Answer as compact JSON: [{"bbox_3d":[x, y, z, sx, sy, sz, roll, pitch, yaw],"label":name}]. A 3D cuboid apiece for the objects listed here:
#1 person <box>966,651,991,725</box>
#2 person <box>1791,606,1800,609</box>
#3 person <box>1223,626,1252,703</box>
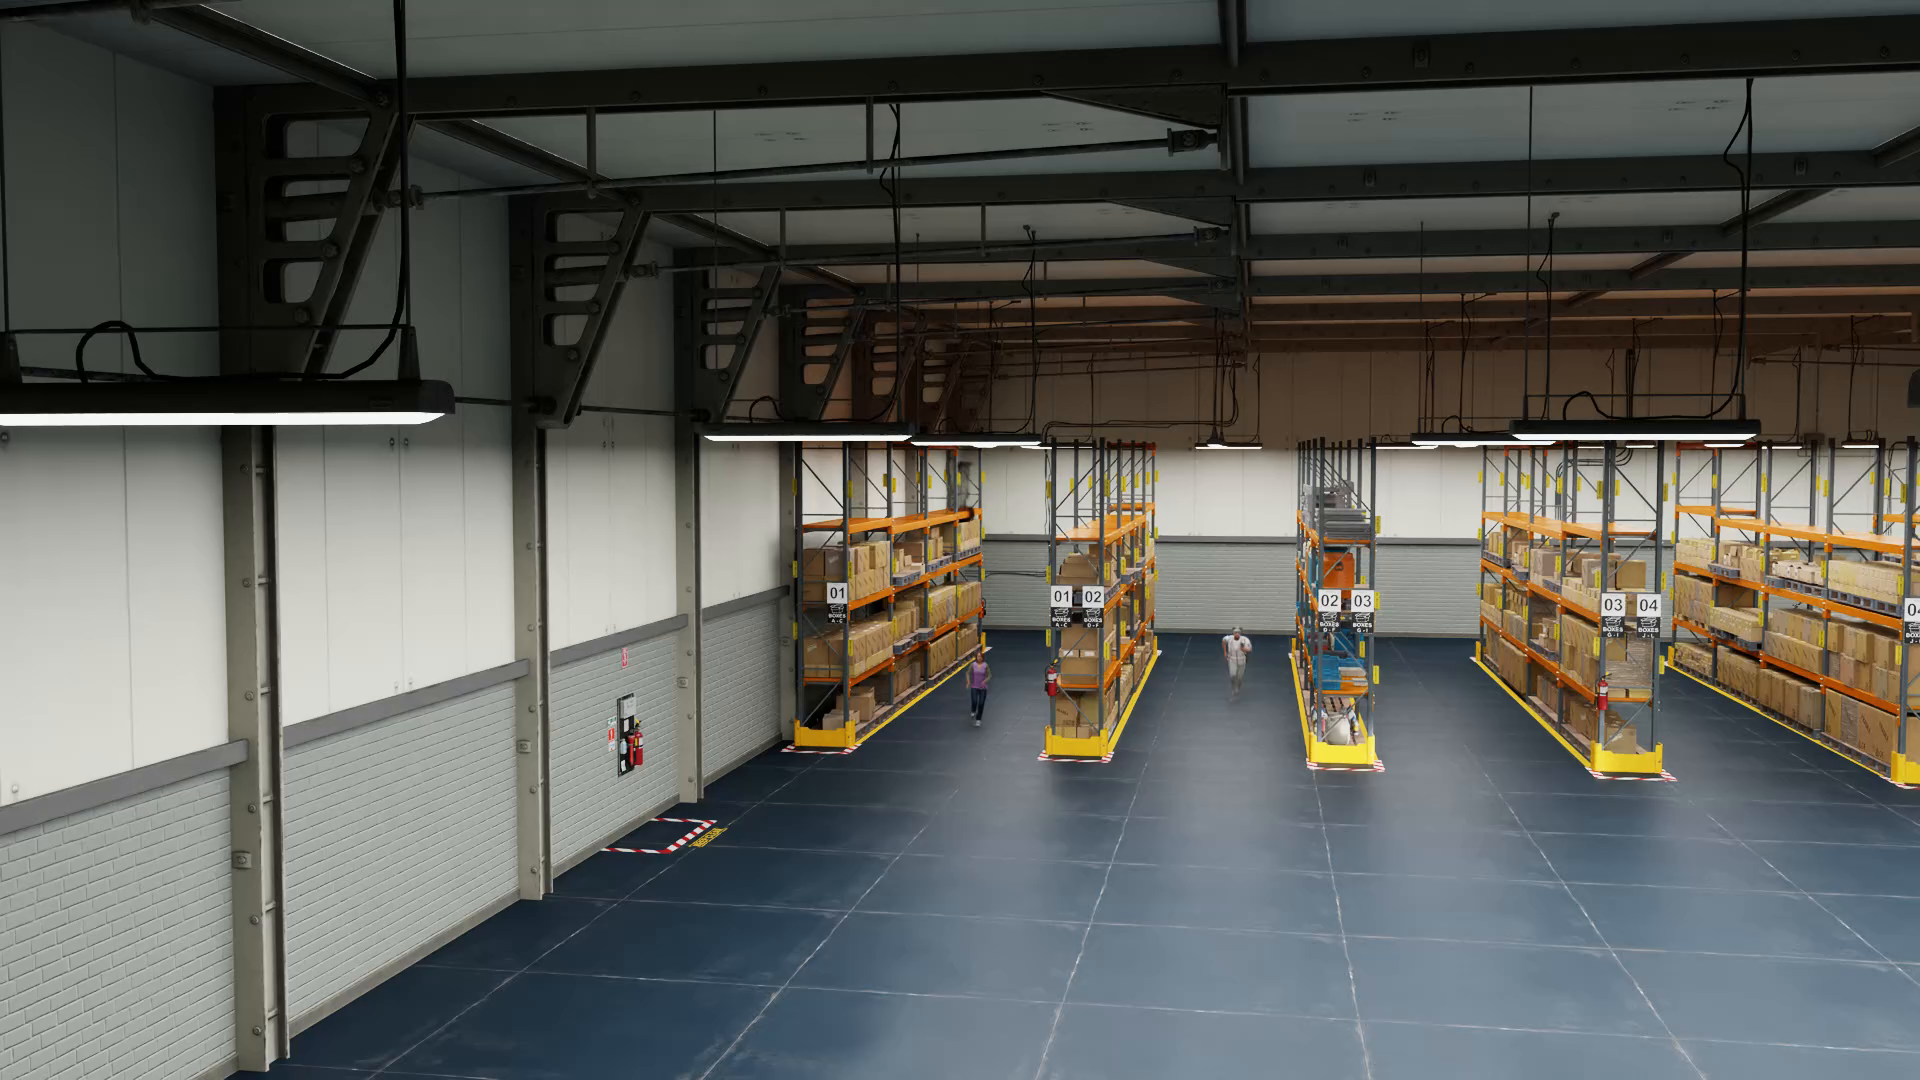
[{"bbox_3d":[0.389,3.107,34.728,0.537,1.553,0.532,0,3,0],"label":"person"},{"bbox_3d":[21.438,2.589,42.651,0.630,1.811,0.827,0,3,-2],"label":"person"},{"bbox_3d":[6.380,2.844,38.292,0.650,1.784,0.967,0,3,5],"label":"person"}]
